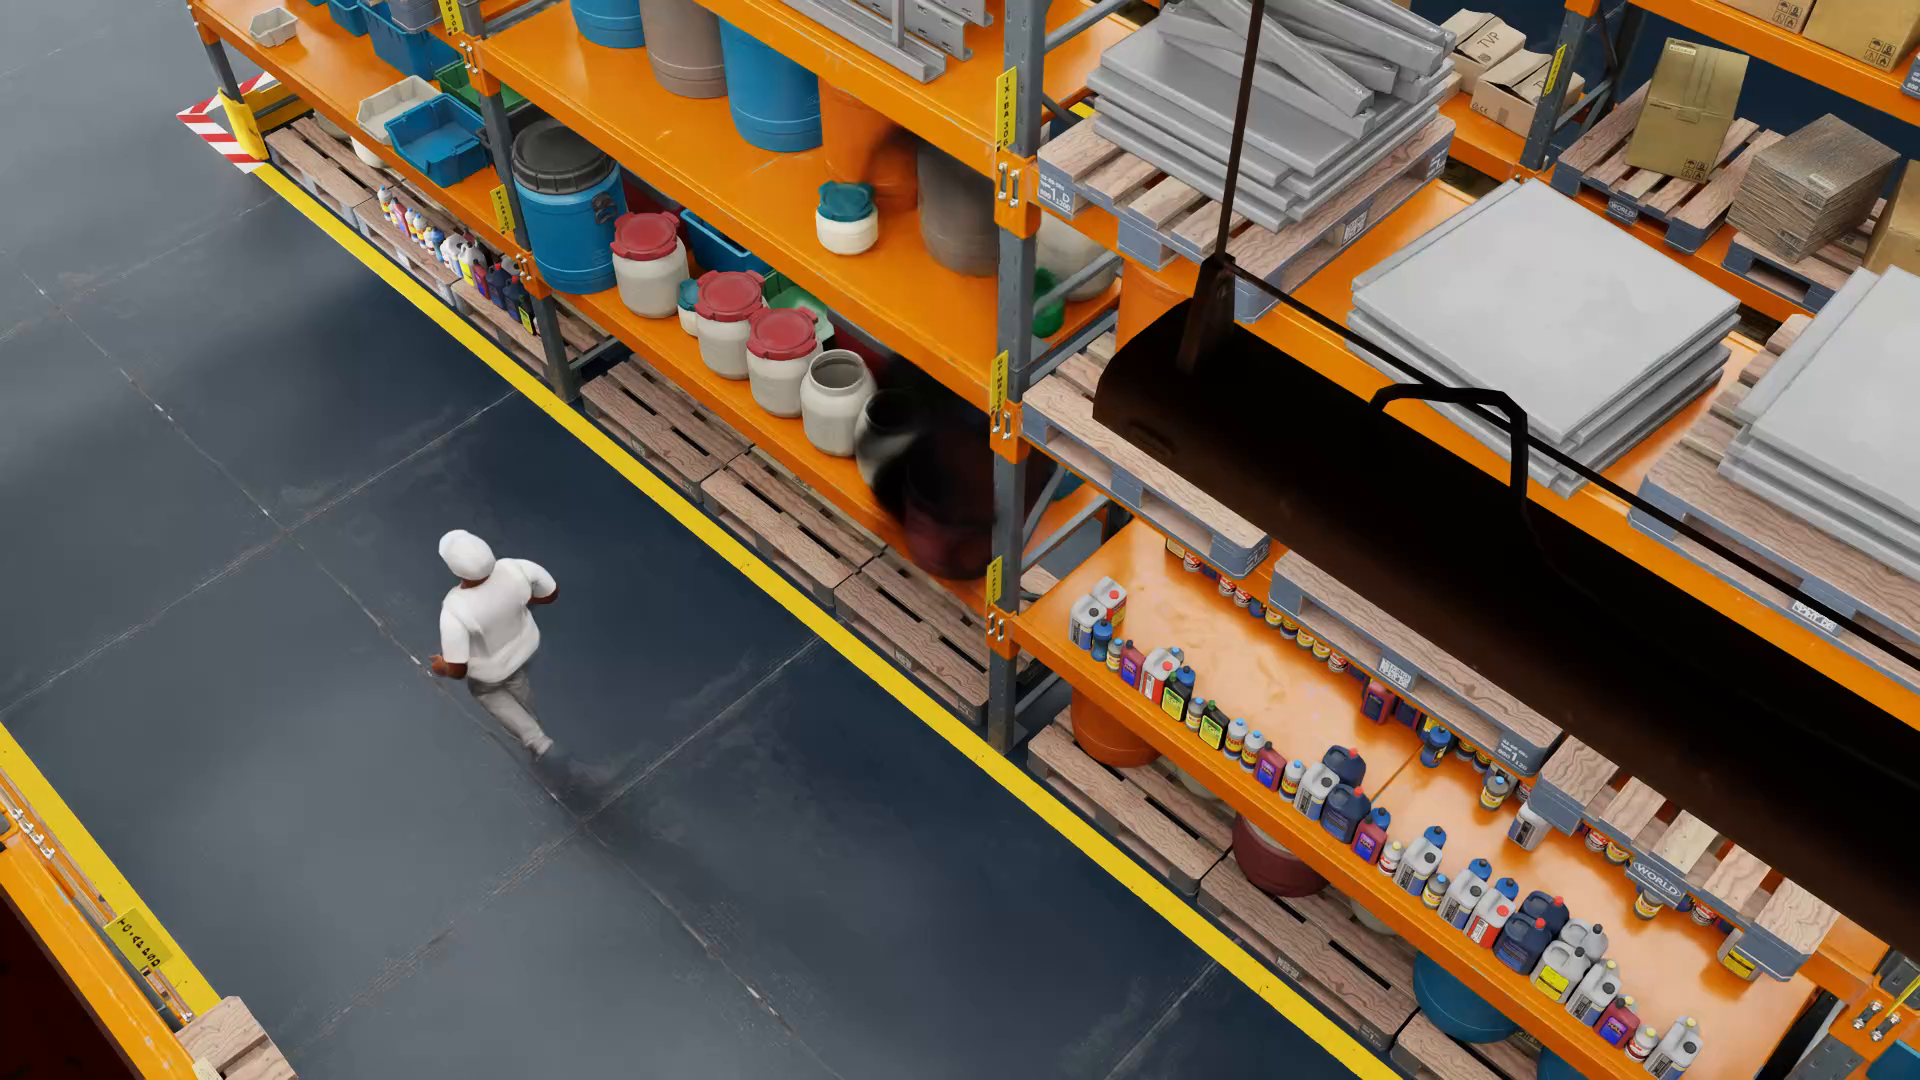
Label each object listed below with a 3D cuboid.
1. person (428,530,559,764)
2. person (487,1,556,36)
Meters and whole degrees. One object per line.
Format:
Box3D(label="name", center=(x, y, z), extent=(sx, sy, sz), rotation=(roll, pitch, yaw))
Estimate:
Box3D(label="person", center=(-2.293, 0.573, 8.416), extent=(0.598, 1.738, 0.702), rotation=(32, 57, 24))
Box3D(label="person", center=(-3.714, -4.731, 13.220), extent=(0.929, 1.699, 0.566), rotation=(6, 50, 5))
